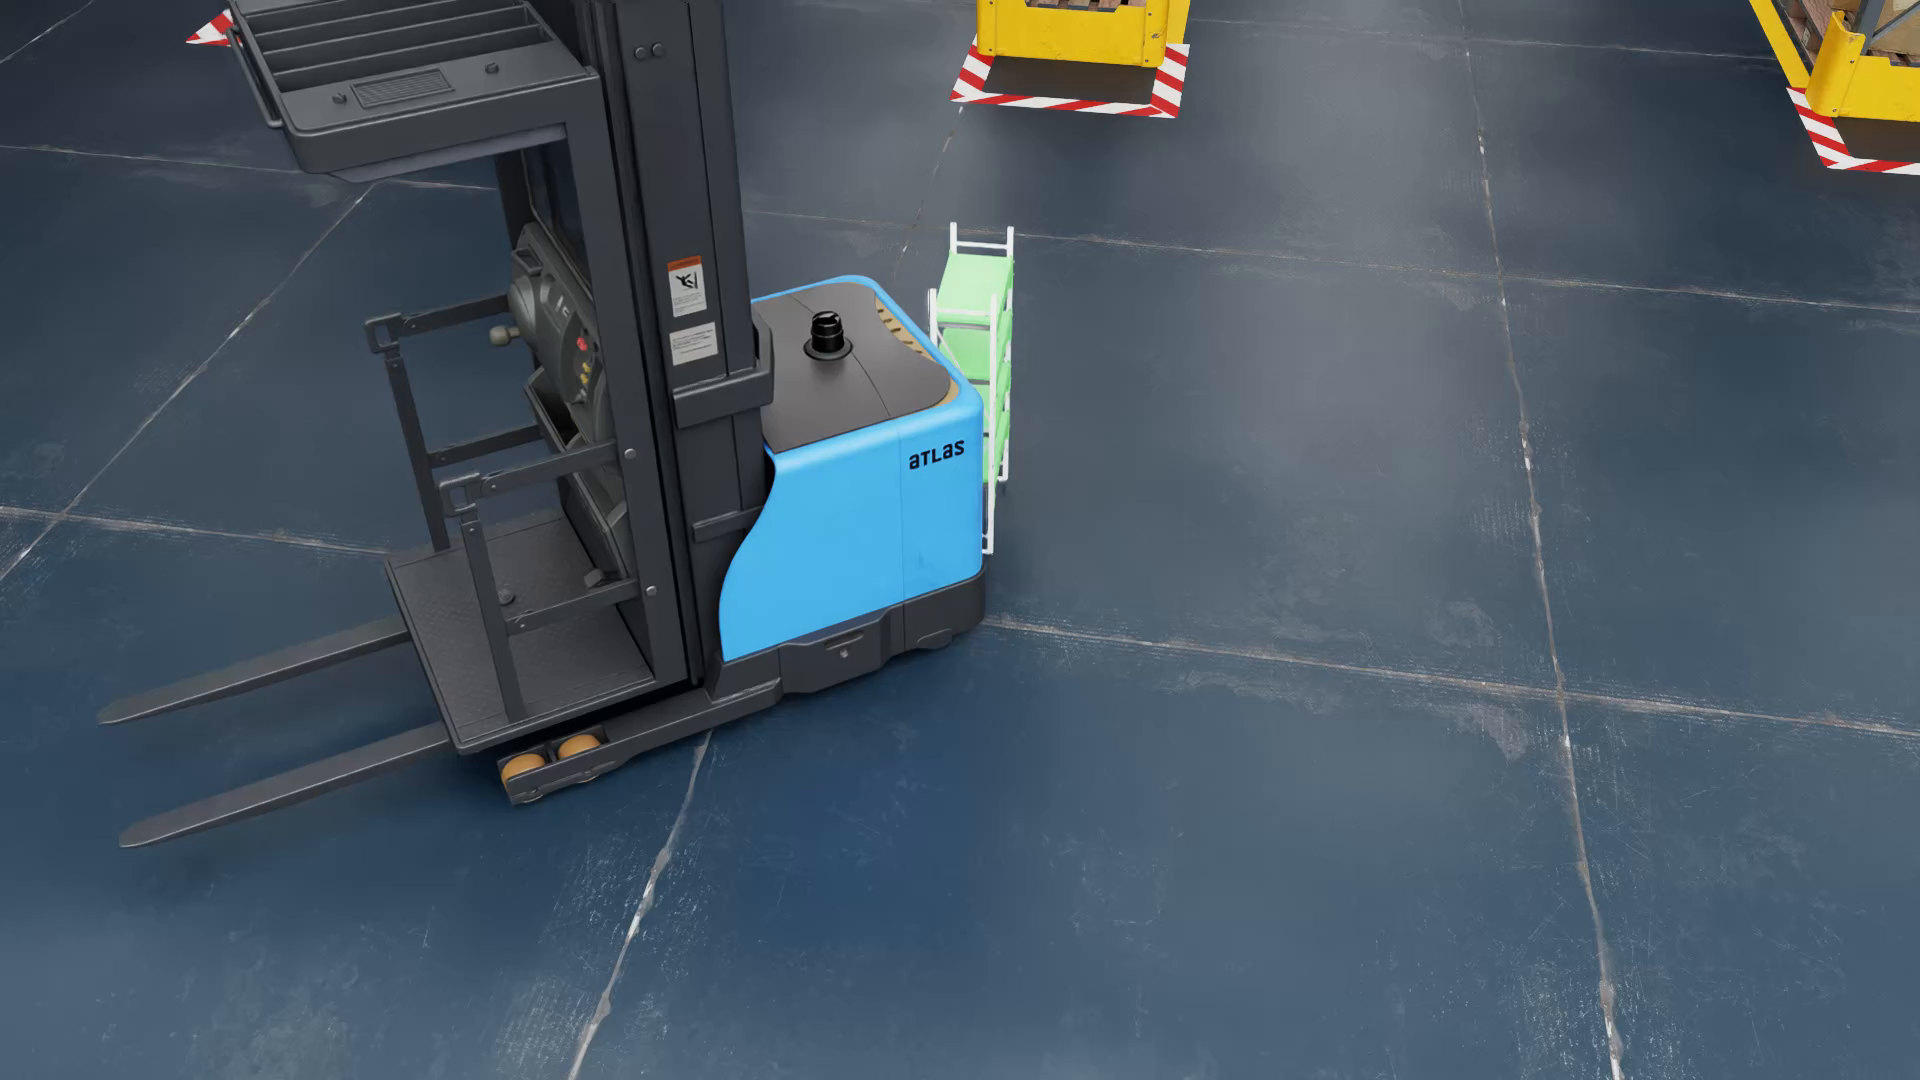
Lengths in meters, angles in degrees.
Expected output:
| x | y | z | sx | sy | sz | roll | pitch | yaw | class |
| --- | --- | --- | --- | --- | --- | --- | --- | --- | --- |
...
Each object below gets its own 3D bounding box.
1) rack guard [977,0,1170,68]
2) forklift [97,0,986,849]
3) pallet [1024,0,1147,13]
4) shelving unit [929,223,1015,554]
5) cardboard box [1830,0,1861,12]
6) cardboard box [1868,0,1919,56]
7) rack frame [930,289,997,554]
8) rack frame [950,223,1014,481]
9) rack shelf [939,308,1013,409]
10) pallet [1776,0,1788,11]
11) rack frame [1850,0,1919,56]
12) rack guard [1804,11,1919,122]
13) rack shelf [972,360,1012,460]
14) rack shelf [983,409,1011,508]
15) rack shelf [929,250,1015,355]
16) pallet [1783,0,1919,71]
| x | y | z | sx | sy | sz | roll | pitch | yaw | class |
| --- | --- | --- | --- | --- | --- | --- | --- | --- | --- |
| 0.701 | -3.281 | 10.326 | 1.175 | 0.500 | 0.348 | 6 | 40 | 8 | rack guard |
| -1.452 | -0.623 | 5.203 | 3.031 | 2.935 | 1.130 | -18 | 43 | -21 | forklift |
| 0.847 | -3.679 | 11.034 | 1.003 | 0.211 | 1.213 | 6 | 40 | 8 | pallet |
| 0.048 | -0.576 | 6.505 | 0.258 | 1.200 | 0.503 | 5 | 40 | 6 | shelving unit |
| 5.807 | -3.613 | 10.398 | 0.500 | 0.500 | 0.500 | 17 | 42 | 19 | cardboard box |
| 5.737 | -3.234 | 9.940 | 0.500 | 0.500 | 0.500 | 14 | 41 | 16 | cardboard box |
| 0.013 | -0.422 | 6.319 | 0.240 | 1.200 | 0.015 | 5 | 40 | 6 | rack frame |
| 0.083 | -0.730 | 6.691 | 0.240 | 1.200 | 0.015 | 5 | 40 | 6 | rack frame |
| 0.048 | -0.712 | 6.393 | 0.258 | 0.148 | 0.480 | 5 | 40 | 6 | rack shelf |
| 6.015 | -3.888 | 11.287 | 1.003 | 0.211 | 1.213 | 6 | 40 | 8 | pallet |
| 5.613 | -3.645 | 8.805 | 1.000 | 3.000 | 0.127 | 6 | 40 | 8 | rack frame |
| 5.626 | -2.730 | 9.659 | 1.175 | 0.500 | 0.348 | 6 | 40 | 8 | rack guard |
| 0.048 | -0.527 | 6.546 | 0.258 | 0.148 | 0.480 | 5 | 40 | 6 | rack shelf |
| 0.048 | -0.342 | 6.699 | 0.258 | 0.148 | 0.480 | 5 | 40 | 6 | rack shelf |
| 0.048 | -0.897 | 6.240 | 0.258 | 0.148 | 0.480 | 5 | 40 | 6 | rack shelf |
| 5.801 | -3.124 | 10.363 | 1.003 | 0.211 | 1.213 | 6 | 40 | 8 | pallet |
